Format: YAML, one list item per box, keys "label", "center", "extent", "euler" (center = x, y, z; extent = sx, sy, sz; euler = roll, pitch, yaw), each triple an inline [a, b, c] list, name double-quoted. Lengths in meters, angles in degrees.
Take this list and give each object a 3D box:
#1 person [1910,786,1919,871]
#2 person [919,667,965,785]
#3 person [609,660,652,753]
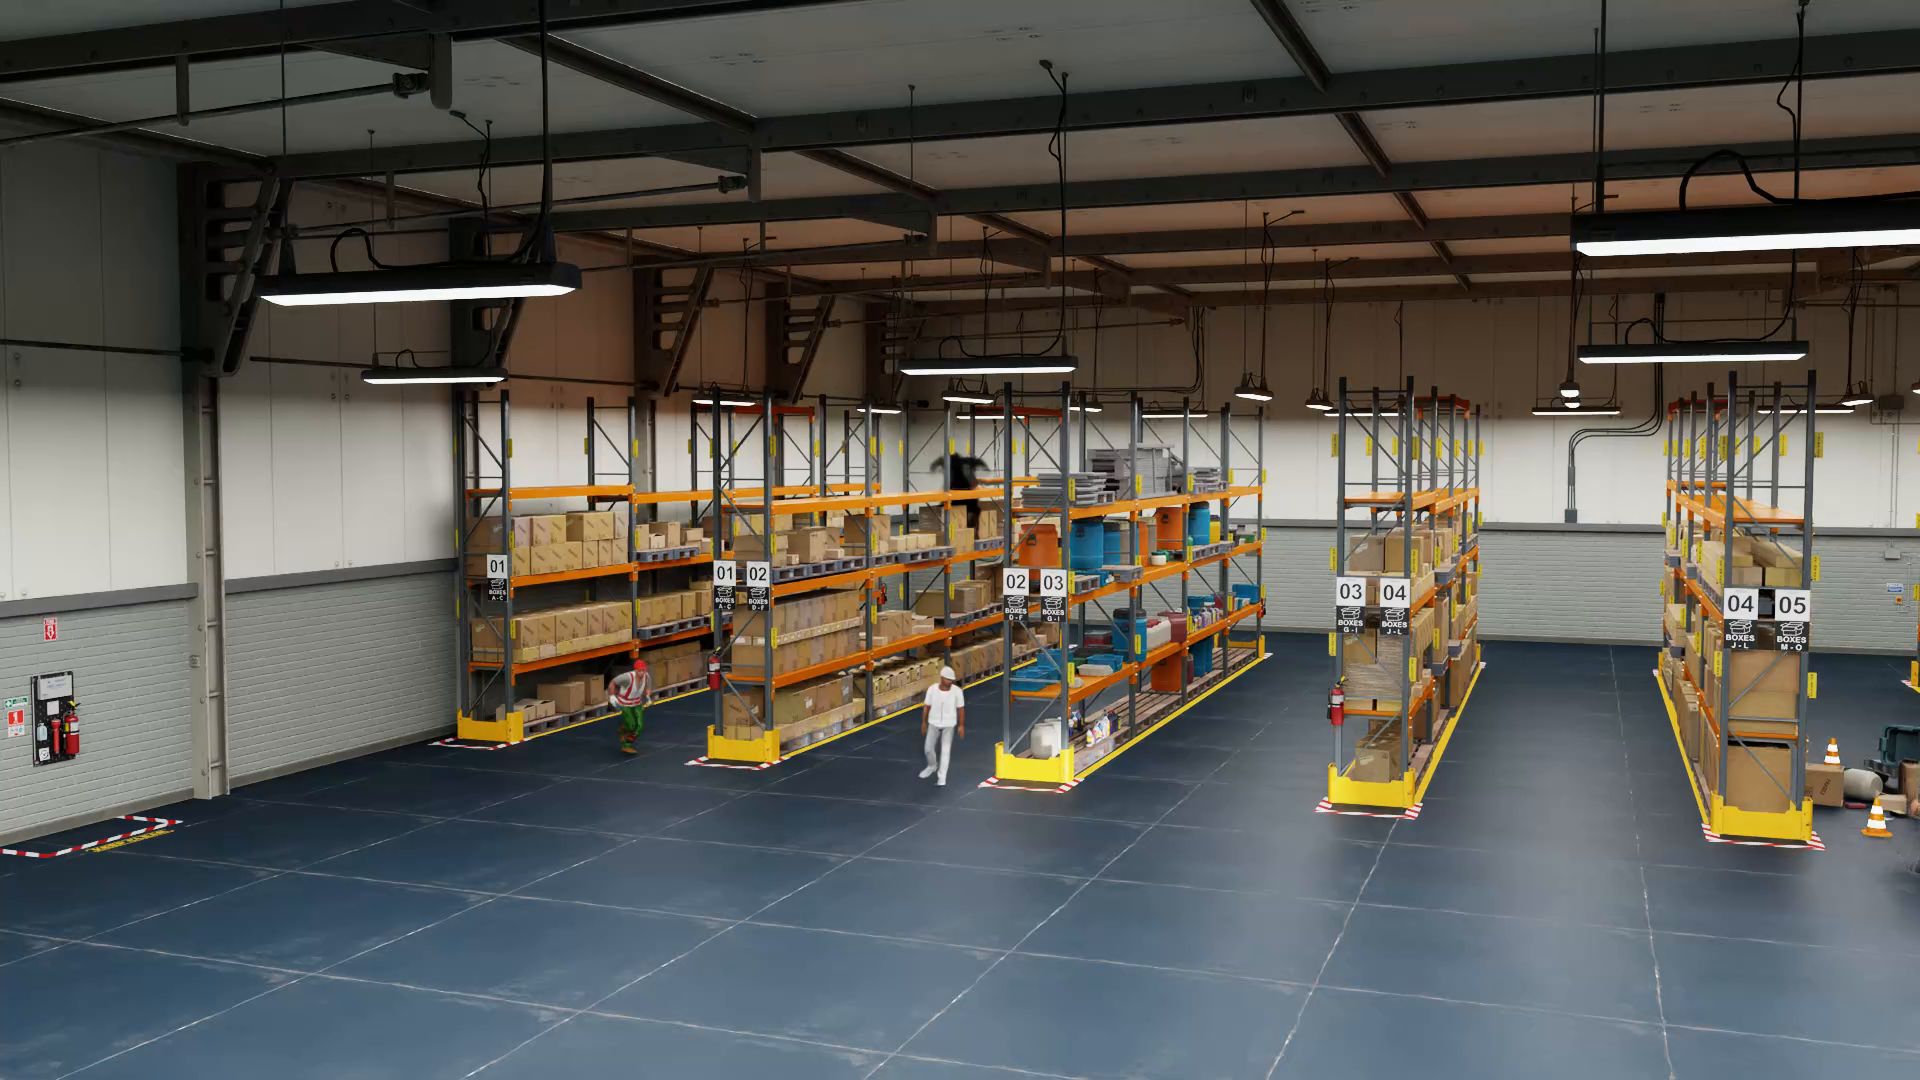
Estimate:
- label: "person"
  center: [11.374, 3.119, 19.051]
  extent: [0.659, 1.679, 0.640]
  euler: [0, 3, 1]
- label: "person"
  center: [-0.279, 2.747, 24.738]
  extent: [0.692, 1.763, 0.500]
  euler: [0, 3, 5]
- label: "person"
  center: [-5.384, 2.723, 27.160]
  extent: [0.688, 1.581, 0.883]
  euler: [-3, 4, -39]
